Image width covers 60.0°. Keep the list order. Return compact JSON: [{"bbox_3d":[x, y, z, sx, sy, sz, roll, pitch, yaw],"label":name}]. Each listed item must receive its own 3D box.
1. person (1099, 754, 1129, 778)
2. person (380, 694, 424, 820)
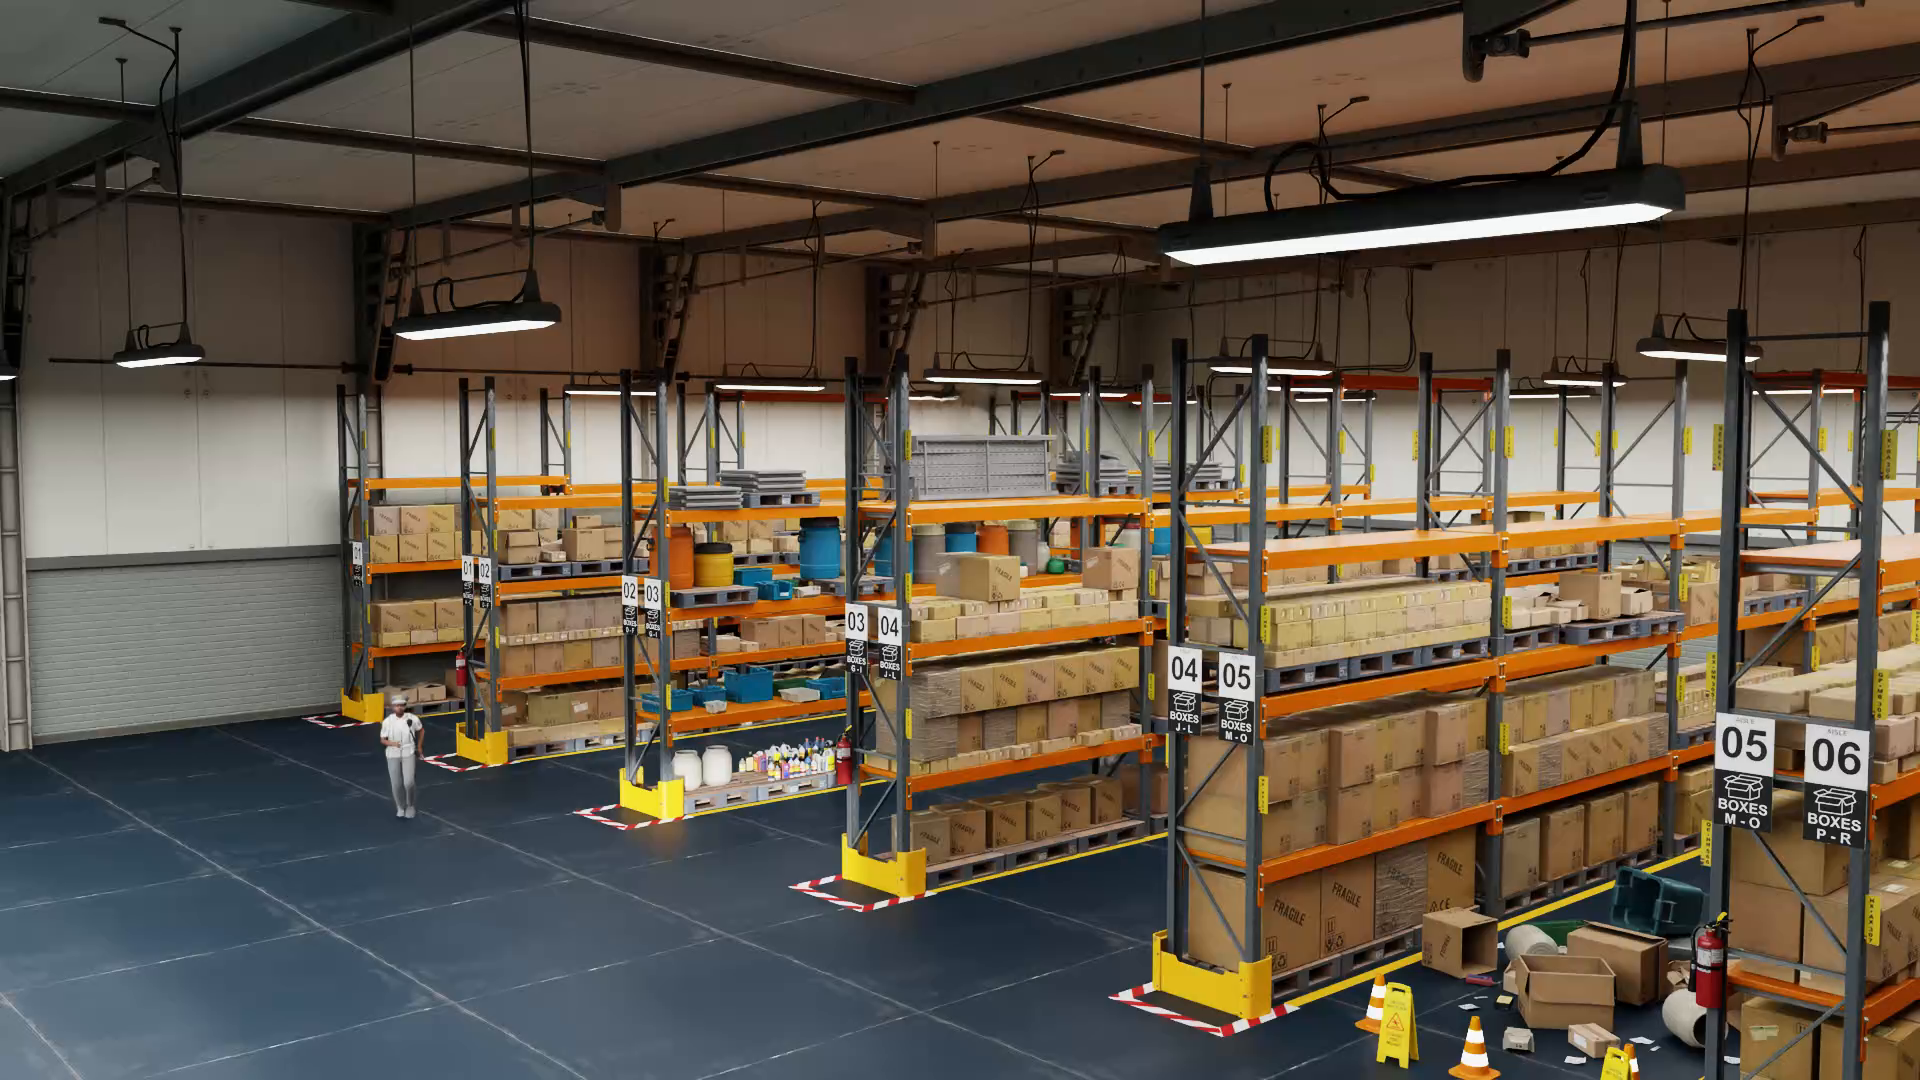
[{"bbox_3d":[2.169,2.788,23.673,0.674,1.661,0.528,3,5,42],"label":"person"},{"bbox_3d":[-7.382,2.873,22.018,0.544,1.680,0.651,-1,4,-15],"label":"person"}]
